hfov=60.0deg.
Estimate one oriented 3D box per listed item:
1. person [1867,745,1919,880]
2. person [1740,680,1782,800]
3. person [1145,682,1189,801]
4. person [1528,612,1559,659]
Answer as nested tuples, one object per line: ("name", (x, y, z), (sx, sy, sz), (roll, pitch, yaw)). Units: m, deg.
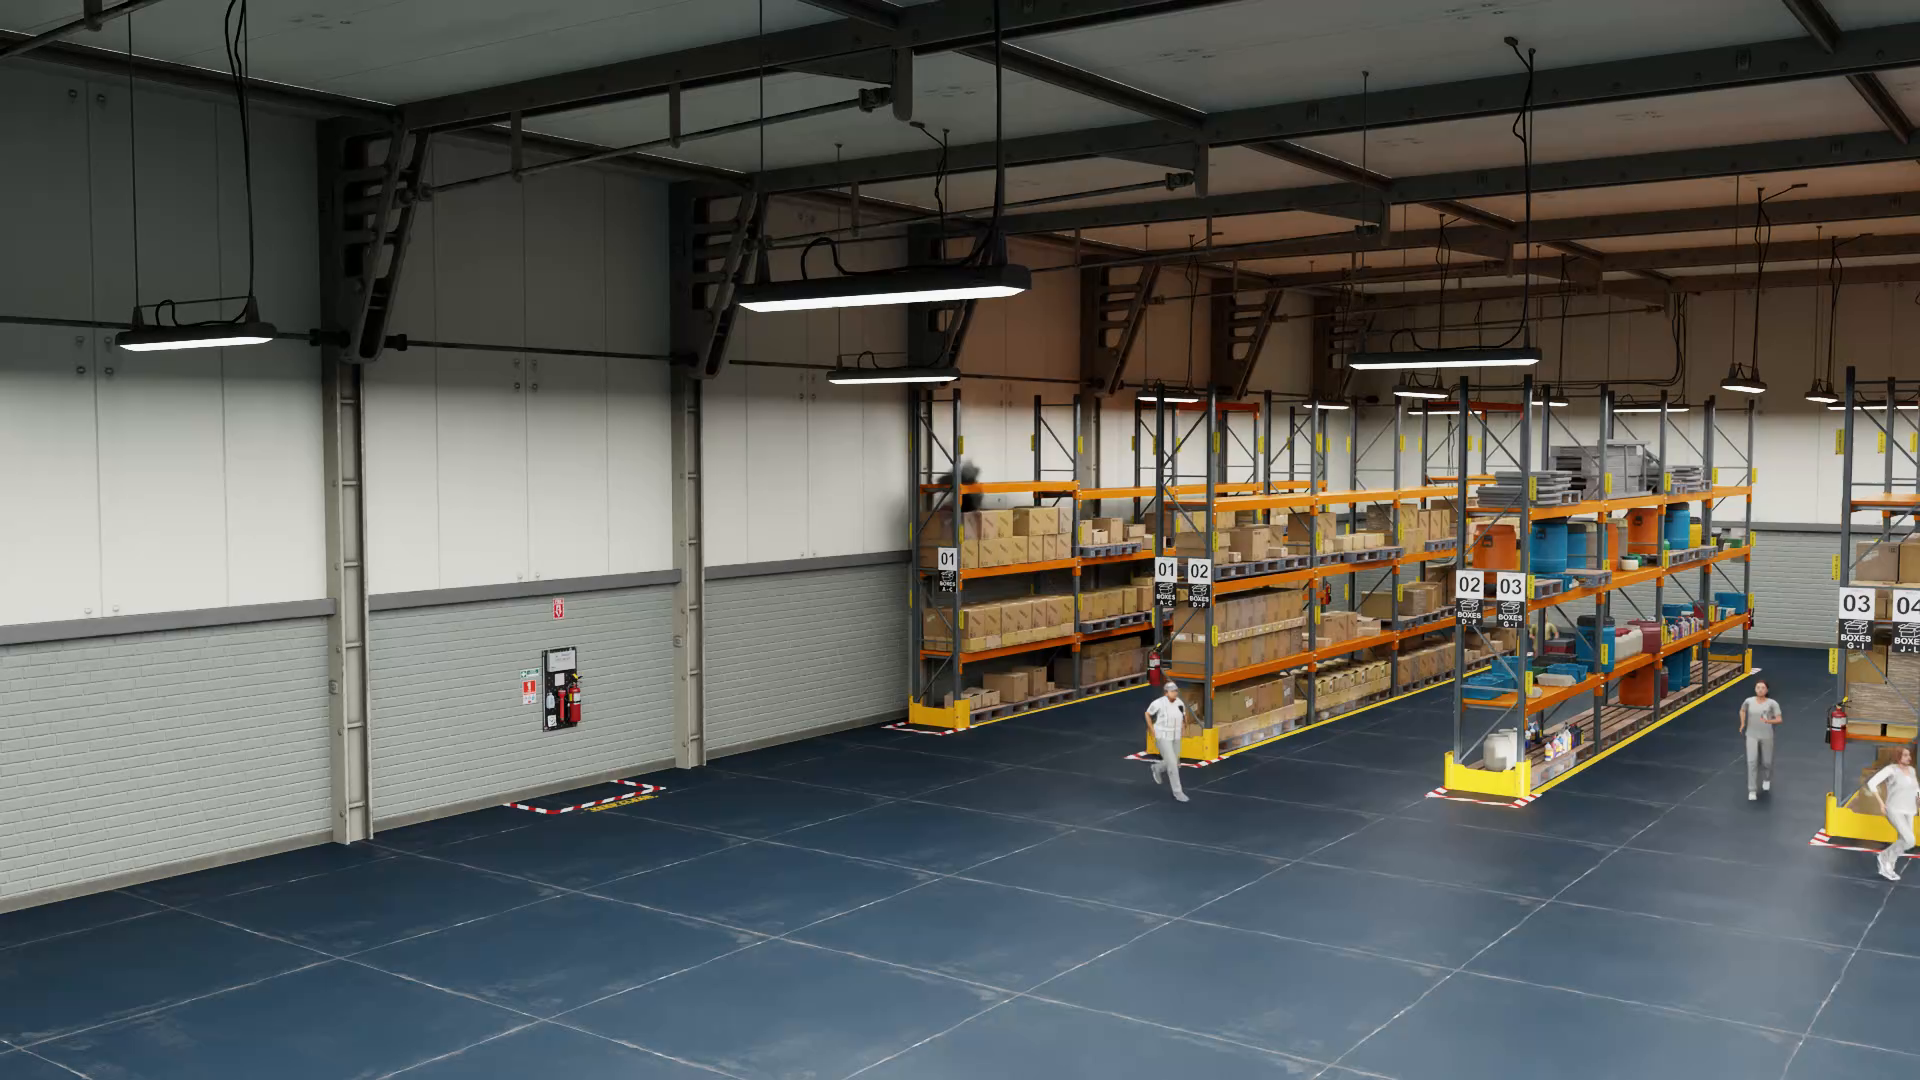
("person", (10.749, 3.128, 18.992), (0.515, 1.564, 0.587), (-1, 3, -18))
("person", (11.336, 2.800, 23.567), (0.566, 1.652, 0.970), (2, 4, 31))
("person", (2.959, 2.839, 23.733), (0.630, 1.662, 0.902), (-2, 4, -26))
("person", (11.884, 2.236, 33.939), (0.567, 1.628, 0.563), (2, 4, 27))
